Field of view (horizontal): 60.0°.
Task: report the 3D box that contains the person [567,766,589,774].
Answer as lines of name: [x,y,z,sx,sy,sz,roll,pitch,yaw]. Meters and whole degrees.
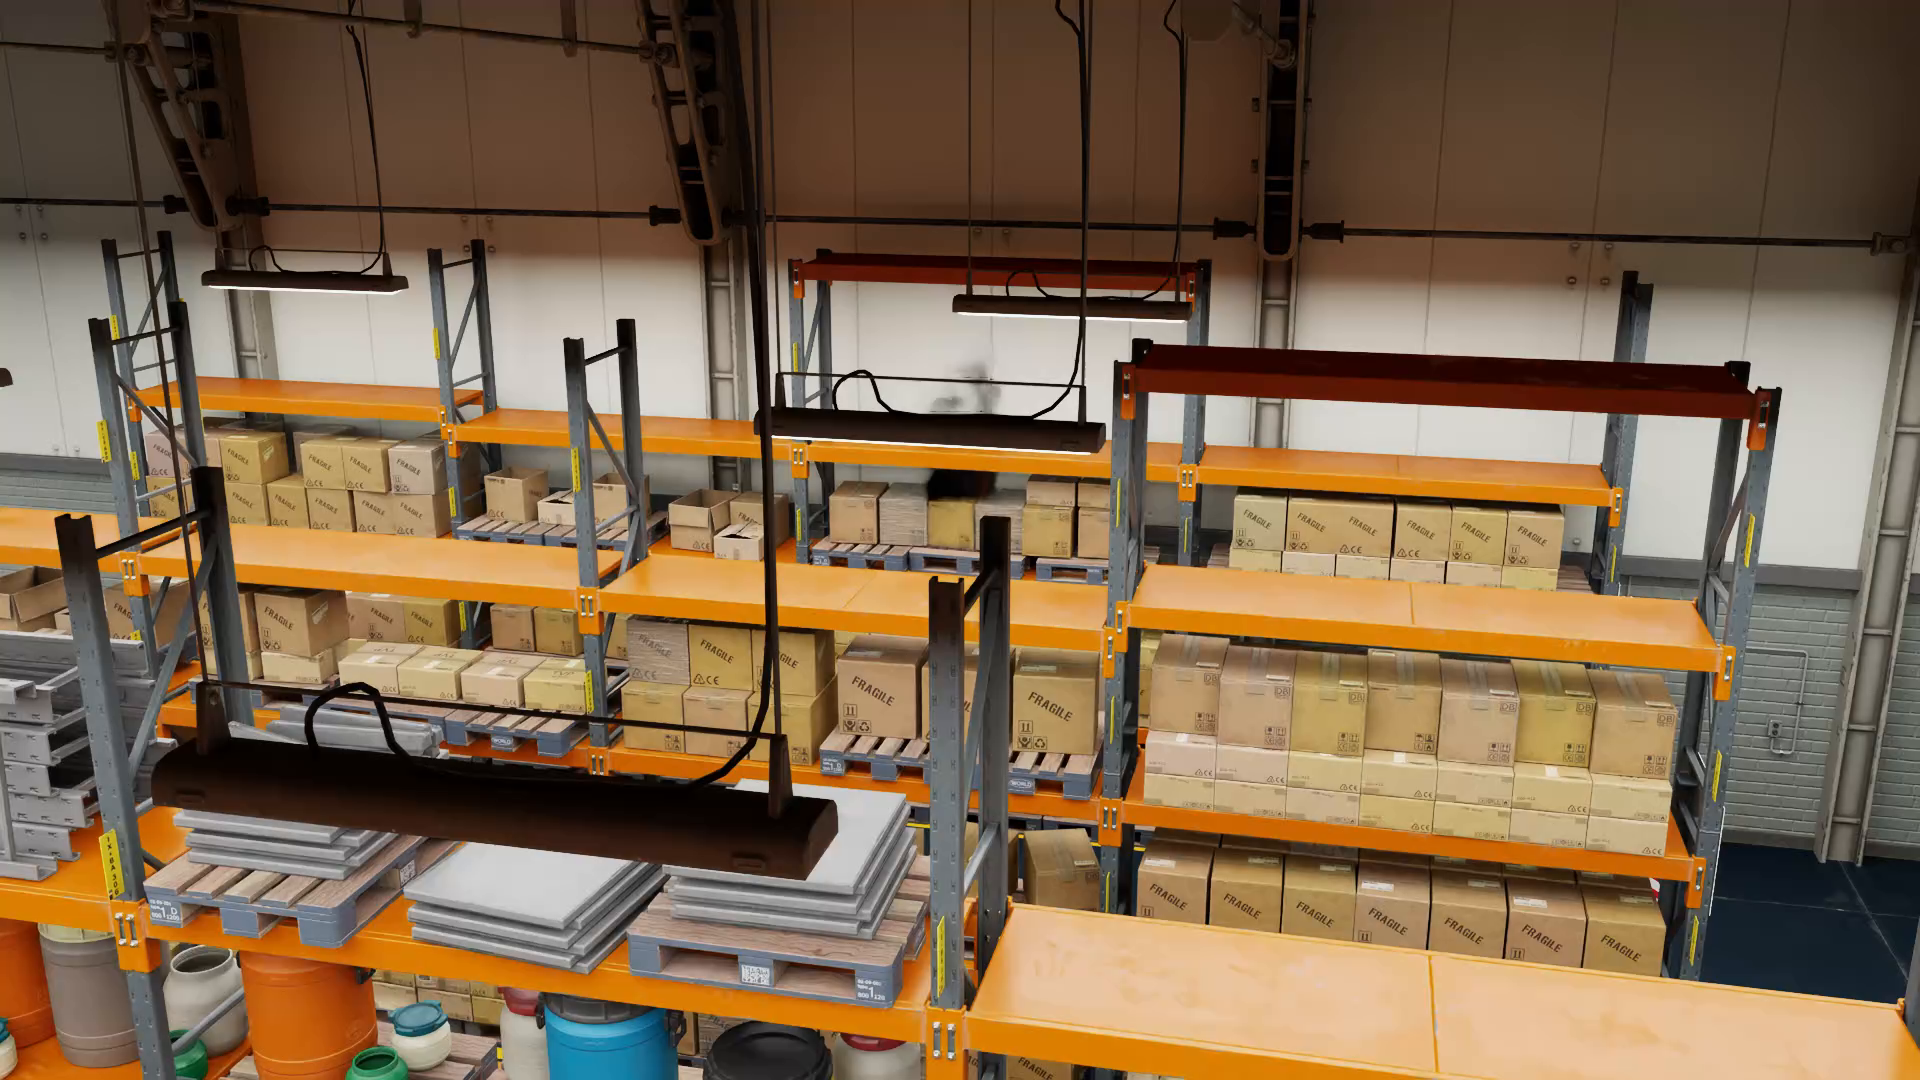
person: [-3.690,2.379,16.134,0.616,1.767,0.703,1,16,5]
